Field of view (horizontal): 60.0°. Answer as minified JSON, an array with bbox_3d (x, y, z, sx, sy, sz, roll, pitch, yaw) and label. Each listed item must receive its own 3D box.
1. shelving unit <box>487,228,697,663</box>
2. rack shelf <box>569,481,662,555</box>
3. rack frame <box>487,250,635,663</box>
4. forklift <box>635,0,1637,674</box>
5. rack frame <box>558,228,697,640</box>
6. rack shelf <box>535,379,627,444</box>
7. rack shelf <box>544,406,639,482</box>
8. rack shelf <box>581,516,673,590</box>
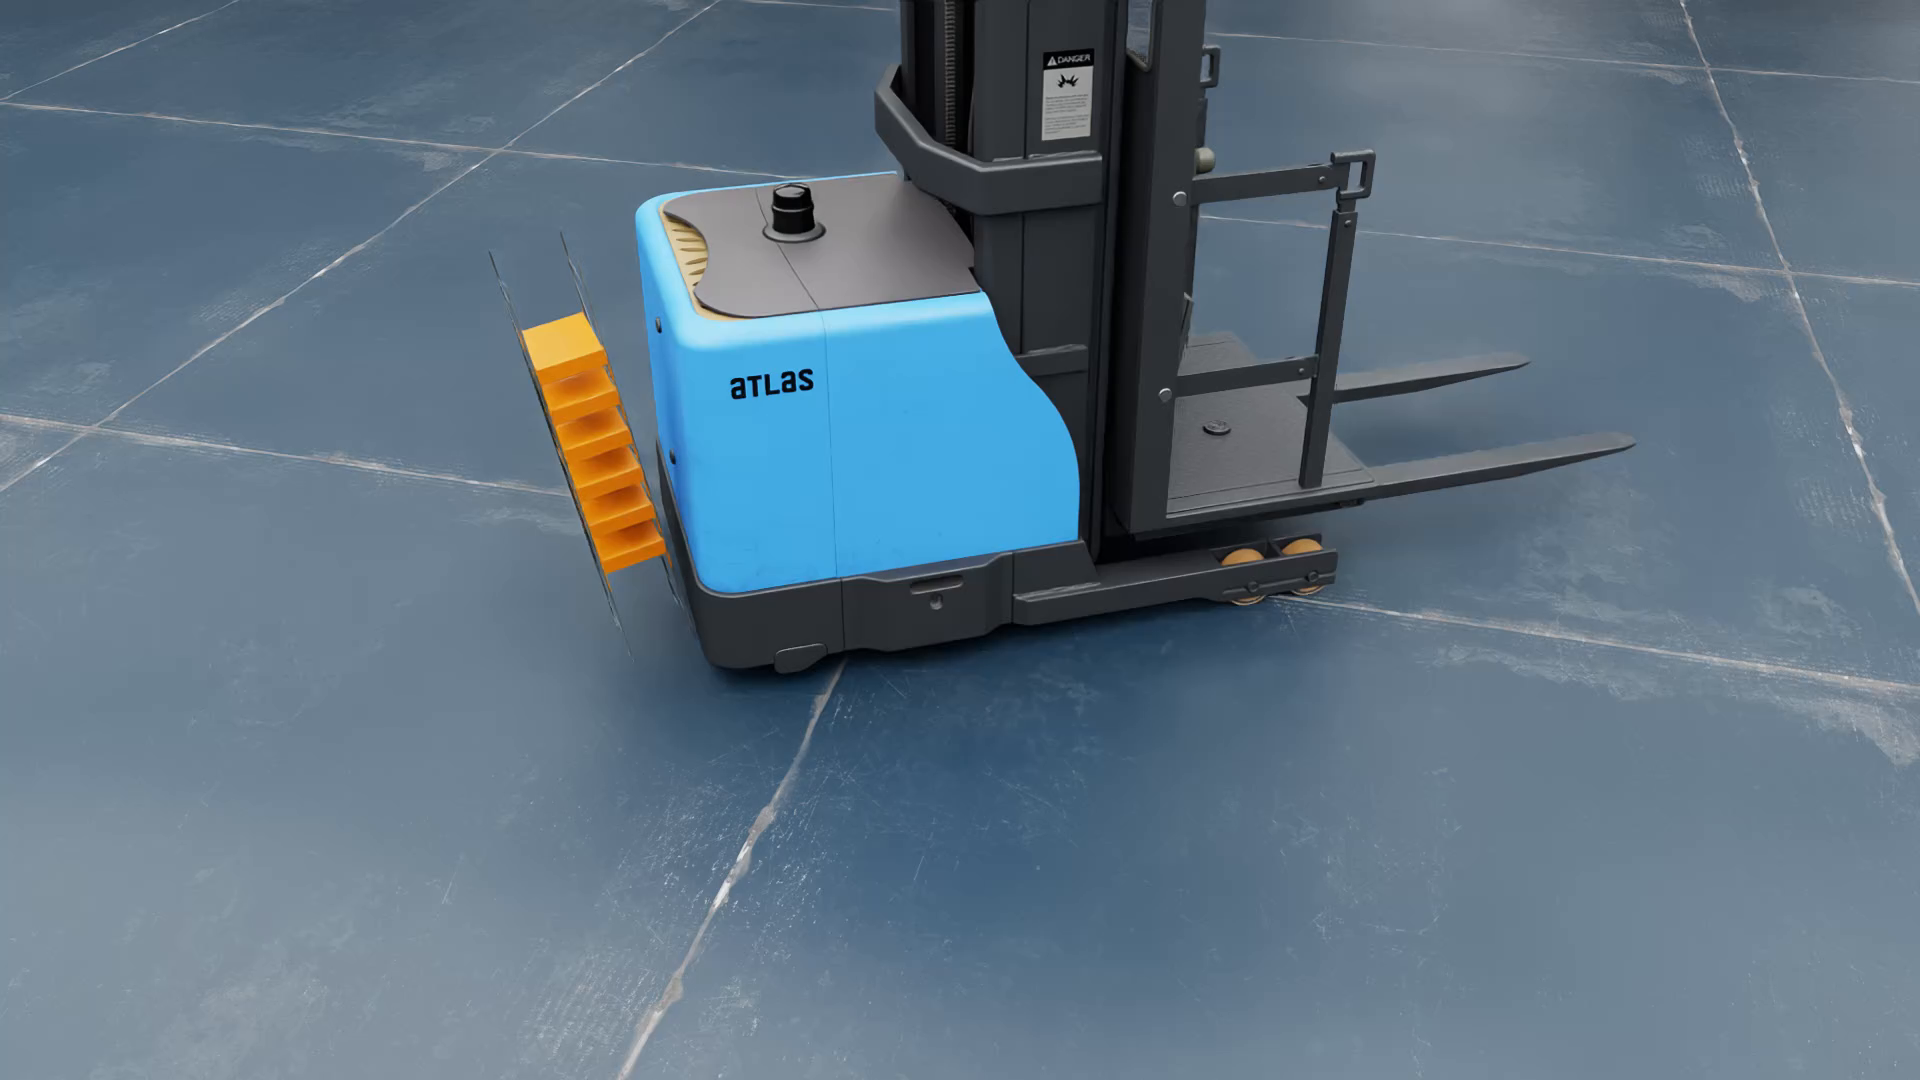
[{"bbox_3d":[-0.971,-0.223,4.467,0.189,1.200,0.258,-20,37,-14],"label":"shelving unit"},{"bbox_3d":[-0.948,-0.091,4.563,0.180,0.103,0.258,-20,37,-14],"label":"rack shelf"},{"bbox_3d":[-1.055,-0.192,4.445,0.006,1.200,0.240,-20,37,-14],"label":"rack frame"},{"bbox_3d":[0.623,-1.268,4.596,3.031,2.843,1.129,-9,34,-14],"label":"forklift"},{"bbox_3d":[-0.888,-0.254,4.490,0.006,1.200,0.240,-20,37,-14],"label":"rack frame"},{"bbox_3d":[-1.000,-0.379,4.354,0.180,0.103,0.258,-20,37,-14],"label":"rack shelf"},{"bbox_3d":[-0.982,-0.283,4.424,0.180,0.103,0.258,-20,37,-14],"label":"rack shelf"},{"bbox_3d":[-0.930,0.005,4.633,0.180,0.103,0.258,-20,37,-14],"label":"rack shelf"}]
